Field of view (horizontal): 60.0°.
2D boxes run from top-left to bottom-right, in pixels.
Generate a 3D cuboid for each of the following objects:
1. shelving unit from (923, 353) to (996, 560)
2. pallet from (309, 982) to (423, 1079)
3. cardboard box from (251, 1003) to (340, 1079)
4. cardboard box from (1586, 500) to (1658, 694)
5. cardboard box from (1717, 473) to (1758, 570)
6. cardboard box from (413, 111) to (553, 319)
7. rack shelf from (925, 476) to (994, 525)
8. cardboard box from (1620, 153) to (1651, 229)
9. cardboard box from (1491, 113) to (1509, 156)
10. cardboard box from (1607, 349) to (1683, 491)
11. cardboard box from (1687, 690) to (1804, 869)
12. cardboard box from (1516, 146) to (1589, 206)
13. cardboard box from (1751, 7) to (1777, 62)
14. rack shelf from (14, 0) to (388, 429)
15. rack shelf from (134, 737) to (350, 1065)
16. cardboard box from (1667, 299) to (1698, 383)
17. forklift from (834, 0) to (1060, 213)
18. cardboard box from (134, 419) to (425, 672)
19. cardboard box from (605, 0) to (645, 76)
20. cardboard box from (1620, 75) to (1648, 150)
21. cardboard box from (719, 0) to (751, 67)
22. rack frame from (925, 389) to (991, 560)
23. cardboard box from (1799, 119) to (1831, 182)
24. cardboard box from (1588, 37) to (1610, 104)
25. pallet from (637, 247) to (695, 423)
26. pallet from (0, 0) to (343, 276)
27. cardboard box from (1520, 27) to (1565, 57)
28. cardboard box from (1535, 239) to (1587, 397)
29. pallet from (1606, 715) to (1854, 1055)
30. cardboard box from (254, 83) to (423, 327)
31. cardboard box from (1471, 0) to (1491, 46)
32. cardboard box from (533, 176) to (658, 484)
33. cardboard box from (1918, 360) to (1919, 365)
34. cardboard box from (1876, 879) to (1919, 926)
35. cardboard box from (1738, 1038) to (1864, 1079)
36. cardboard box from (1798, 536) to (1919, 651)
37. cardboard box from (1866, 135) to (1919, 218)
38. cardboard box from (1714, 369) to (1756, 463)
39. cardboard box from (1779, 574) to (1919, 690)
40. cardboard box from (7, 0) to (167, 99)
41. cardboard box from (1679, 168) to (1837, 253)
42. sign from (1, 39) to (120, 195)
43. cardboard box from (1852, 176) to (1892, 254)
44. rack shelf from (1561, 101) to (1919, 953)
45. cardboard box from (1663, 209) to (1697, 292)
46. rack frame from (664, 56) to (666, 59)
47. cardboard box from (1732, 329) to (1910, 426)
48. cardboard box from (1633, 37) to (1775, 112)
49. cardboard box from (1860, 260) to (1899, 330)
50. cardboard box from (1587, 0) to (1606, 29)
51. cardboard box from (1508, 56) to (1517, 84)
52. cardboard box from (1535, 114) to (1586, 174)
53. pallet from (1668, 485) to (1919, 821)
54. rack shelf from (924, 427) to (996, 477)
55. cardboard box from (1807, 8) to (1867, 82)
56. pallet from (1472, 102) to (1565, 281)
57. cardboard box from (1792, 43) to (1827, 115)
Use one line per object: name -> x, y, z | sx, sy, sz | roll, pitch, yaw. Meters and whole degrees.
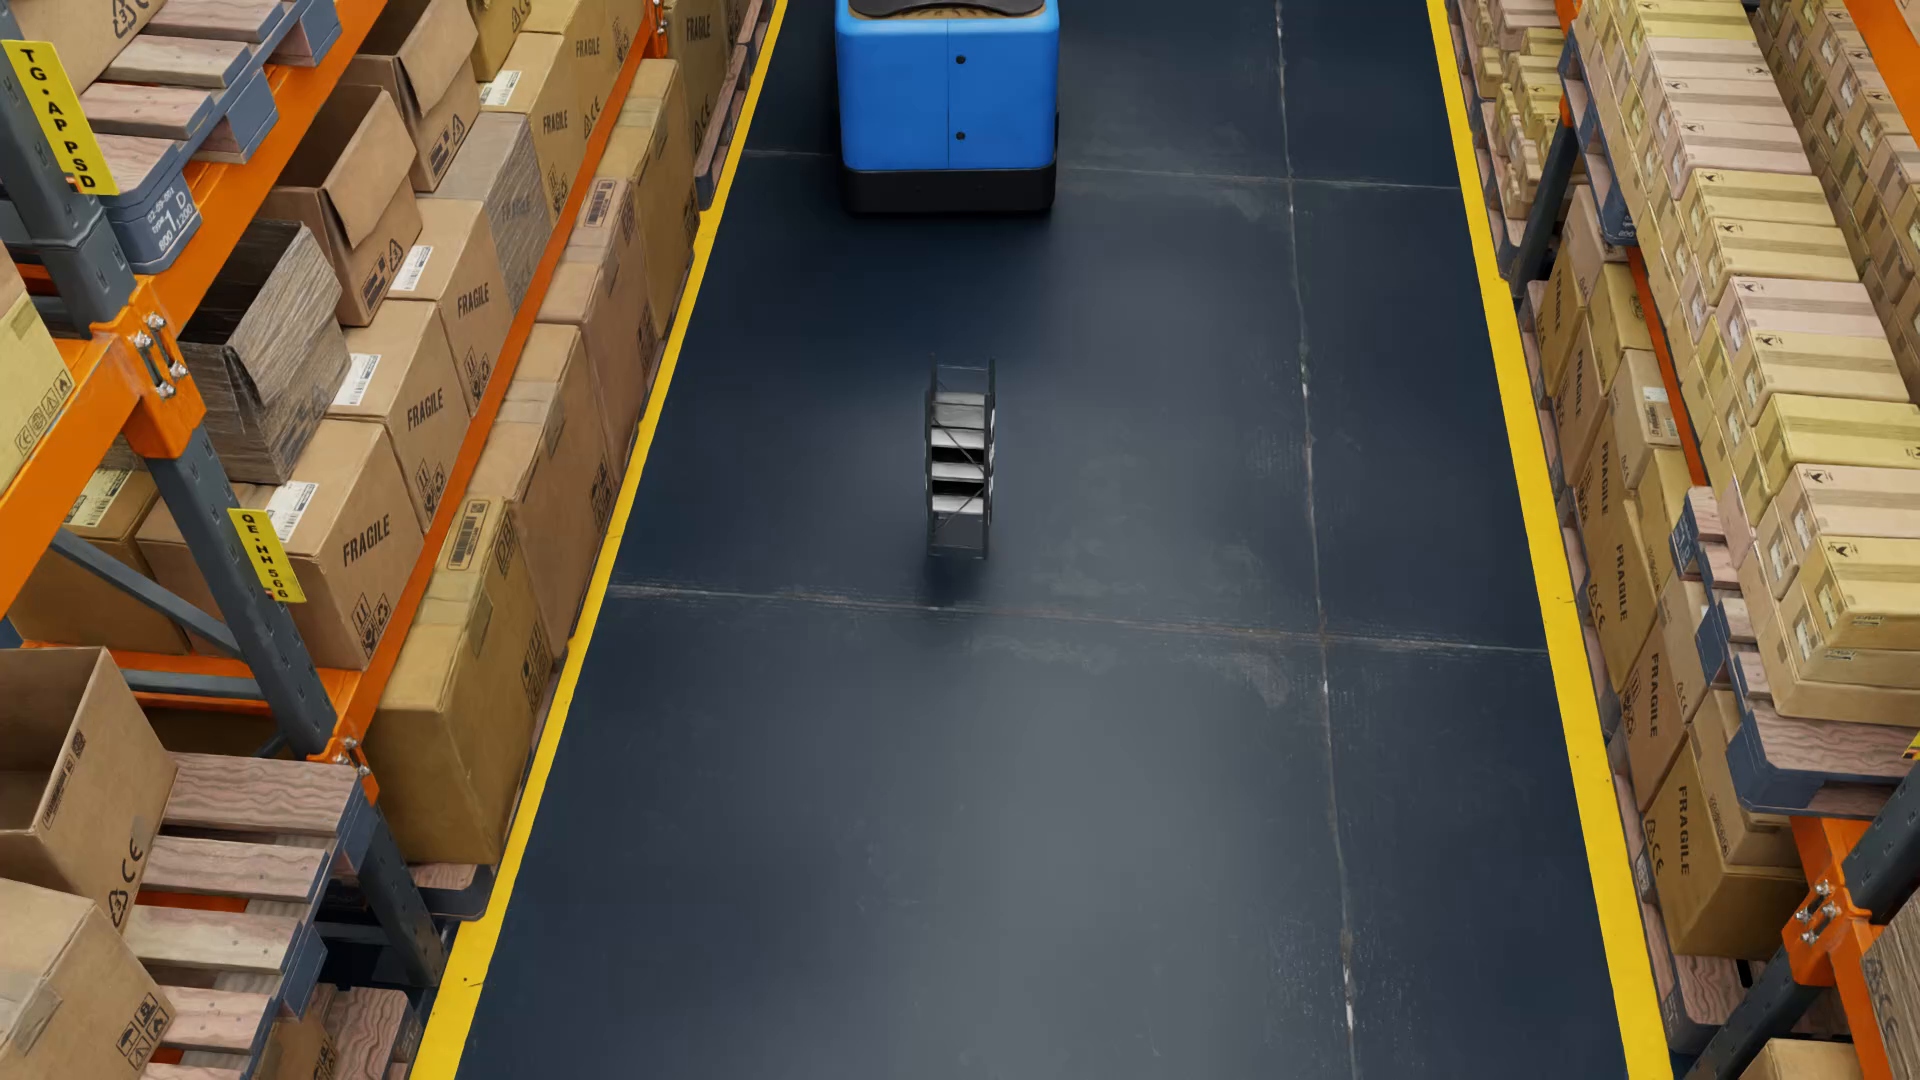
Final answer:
shelving unit -> 0.001, -0.310, 6.449 | 0.258, 0.900, 0.210 | 4, 48, 4
pallet -> -2.272, 1.890, 4.904 | 1.003, 0.211, 1.213 | 4, 48, 4
cardboard box -> -2.240, 1.563, 4.709 | 0.700, 0.500, 0.500 | 2, 48, 1
cardboard box -> 2.614, 0.212, 5.959 | 0.500, 0.500, 0.500 | 2, 48, 2
cardboard box -> 2.365, -0.039, 4.665 | 0.380, 0.149, 0.250 | 5, 48, 4
cardboard box -> -1.749, -1.121, 5.701 | 0.500, 0.500, 0.500 | 4, 48, 4
rack shelf -> 0.001, -0.166, 6.607 | 0.258, 0.077, 0.200 | 4, 48, 4
cardboard box -> 2.509, -1.196, 5.723 | 0.380, 0.149, 0.250 | 2, 48, 2
cardboard box -> 2.859, -2.031, 8.249 | 0.380, 0.149, 0.250 | 2, 48, 2
cardboard box -> 2.668, -0.417, 6.026 | 0.500, 0.250, 0.500 | 6, 48, 5
cardboard box -> 2.532, 0.711, 4.994 | 0.500, 0.250, 0.500 | 3, 48, 3
cardboard box -> 2.808, -1.690, 7.735 | 0.380, 0.149, 0.250 | 5, 48, 4
cardboard box -> 3.256, -1.909, 6.375 | 0.380, 0.149, 0.250 | 3, 48, 3
rack shelf -> -2.017, -1.865, 4.903 | 1.077, 0.370, 4.000 | 4, 48, 4
rack shelf -> -2.382, 2.087, 3.322 | 1.077, 0.370, 4.000 | 4, 48, 4
cardboard box -> 2.440, -0.610, 5.187 | 0.380, 0.149, 0.250 | 5, 48, 5
forklift -> -0.093, -3.667, 8.144 | 1.130, 2.935, 3.031 | -1, 48, -1
cardboard box -> -1.884, 0.002, 4.674 | 0.500, 0.500, 0.500 | 5, 48, 5
cardboard box -> -1.605, -2.237, 6.721 | 0.500, 0.500, 0.500 | 4, 48, 4
cardboard box -> 2.534, -1.484, 5.785 | 0.380, 0.149, 0.250 | 2, 48, 2
cardboard box -> -1.613, -3.130, 8.762 | 0.875, 0.875, 0.875 | 4, 48, 4
rack frame -> -0.009, -0.235, 6.381 | 0.240, 0.900, 0.006 | 4, 48, 4
cardboard box -> 3.185, -1.351, 5.864 | 0.380, 0.149, 0.250 | 2, 48, 2
cardboard box -> 2.582, -1.751, 6.231 | 0.380, 0.149, 0.250 | 5, 48, 4
pallet -> -1.830, -1.052, 7.595 | 1.003, 0.211, 1.213 | 4, 48, 4
pallet -> -2.193, -1.051, 3.799 | 1.213, 0.211, 1.003 | 6, 48, 5
cardboard box -> 2.969, -2.376, 8.160 | 0.380, 0.149, 0.250 | 5, 48, 5
cardboard box -> 2.764, -0.930, 7.003 | 0.500, 0.500, 0.500 | 6, 48, 5
pallet -> 2.804, 1.149, 5.582 | 1.003, 0.211, 1.213 | 4, 48, 4
cardboard box -> -2.054, -1.013, 4.922 | 0.797, 0.503, 0.637 | 5, 48, 4
cardboard box -> 2.966, -2.775, 8.928 | 0.380, 0.149, 0.250 | 4, 48, 4
cardboard box -> -1.954, -0.861, 6.686 | 1.225, 0.875, 0.875 | 2, 48, 2
cardboard box -> 3.065, -0.481, 4.867 | 0.380, 0.149, 0.250 | 4, 48, 4
cardboard box -> 3.049, 0.982, 5.255 | 0.500, 0.500, 0.500 | 2, 48, 2
cardboard box -> 2.586, 1.841, 4.299 | 1.050, 0.750, 0.750 | 3, 48, 3
cardboard box -> 2.319, 0.134, 4.103 | 0.380, 0.149, 0.250 | 2, 48, 2
cardboard box -> 3.134, -1.149, 5.276 | 0.380, 0.149, 0.250 | 2, 48, 2
cardboard box -> 2.390, -0.342, 4.740 | 0.380, 0.149, 0.250 | 4, 48, 4
cardboard box -> 2.322, 0.231, 4.216 | 0.380, 0.149, 0.250 | 5, 48, 4
cardboard box -> -2.215, -1.268, 3.515 | 0.797, 0.503, 0.637 | 6, 48, 6
cardboard box -> 2.464, -1.008, 5.147 | 0.380, 0.149, 0.250 | 5, 48, 5
sign -> -1.659, -0.774, 3.068 | 0.100, 0.325, 0.005 | 4, 48, 4
cardboard box -> 3.139, -1.040, 5.378 | 0.380, 0.149, 0.250 | 4, 48, 4
rack shelf -> 2.913, -0.445, 5.637 | 1.077, 0.370, 4.000 | 4, 48, 4
cardboard box -> 2.461, -0.906, 5.256 | 0.380, 0.149, 0.250 | 3, 48, 3
rack frame -> -1.835, -2.565, 7.089 | 1.000, 3.000, 0.127 | 4, 48, 4
cardboard box -> 2.389, -0.440, 4.628 | 0.380, 0.149, 0.250 | 5, 48, 5
cardboard box -> 2.531, -1.579, 5.670 | 0.380, 0.149, 0.250 | 3, 48, 3
cardboard box -> 3.117, -0.755, 5.320 | 0.380, 0.149, 0.250 | 2, 48, 2
cardboard box -> 2.601, -2.056, 6.307 | 0.380, 0.149, 0.250 | 5, 48, 4
cardboard box -> 2.947, -2.265, 8.261 | 0.380, 0.149, 0.250 | 4, 48, 4
cardboard box -> 2.869, -1.816, 7.649 | 0.380, 0.149, 0.250 | 5, 48, 5
pallet -> 2.690, 0.316, 4.584 | 1.213, 0.211, 1.003 | 4, 48, 4
rack shelf -> 0.001, -0.348, 6.408 | 0.258, 0.077, 0.200 | 4, 48, 4
cardboard box -> 3.204, -1.719, 5.798 | 0.380, 0.149, 0.250 | 2, 48, 2
pallet -> 3.121, -1.712, 8.199 | 1.003, 0.211, 1.213 | 4, 48, 4
cardboard box -> 3.207, -1.633, 5.921 | 0.380, 0.149, 0.250 | 6, 48, 5
